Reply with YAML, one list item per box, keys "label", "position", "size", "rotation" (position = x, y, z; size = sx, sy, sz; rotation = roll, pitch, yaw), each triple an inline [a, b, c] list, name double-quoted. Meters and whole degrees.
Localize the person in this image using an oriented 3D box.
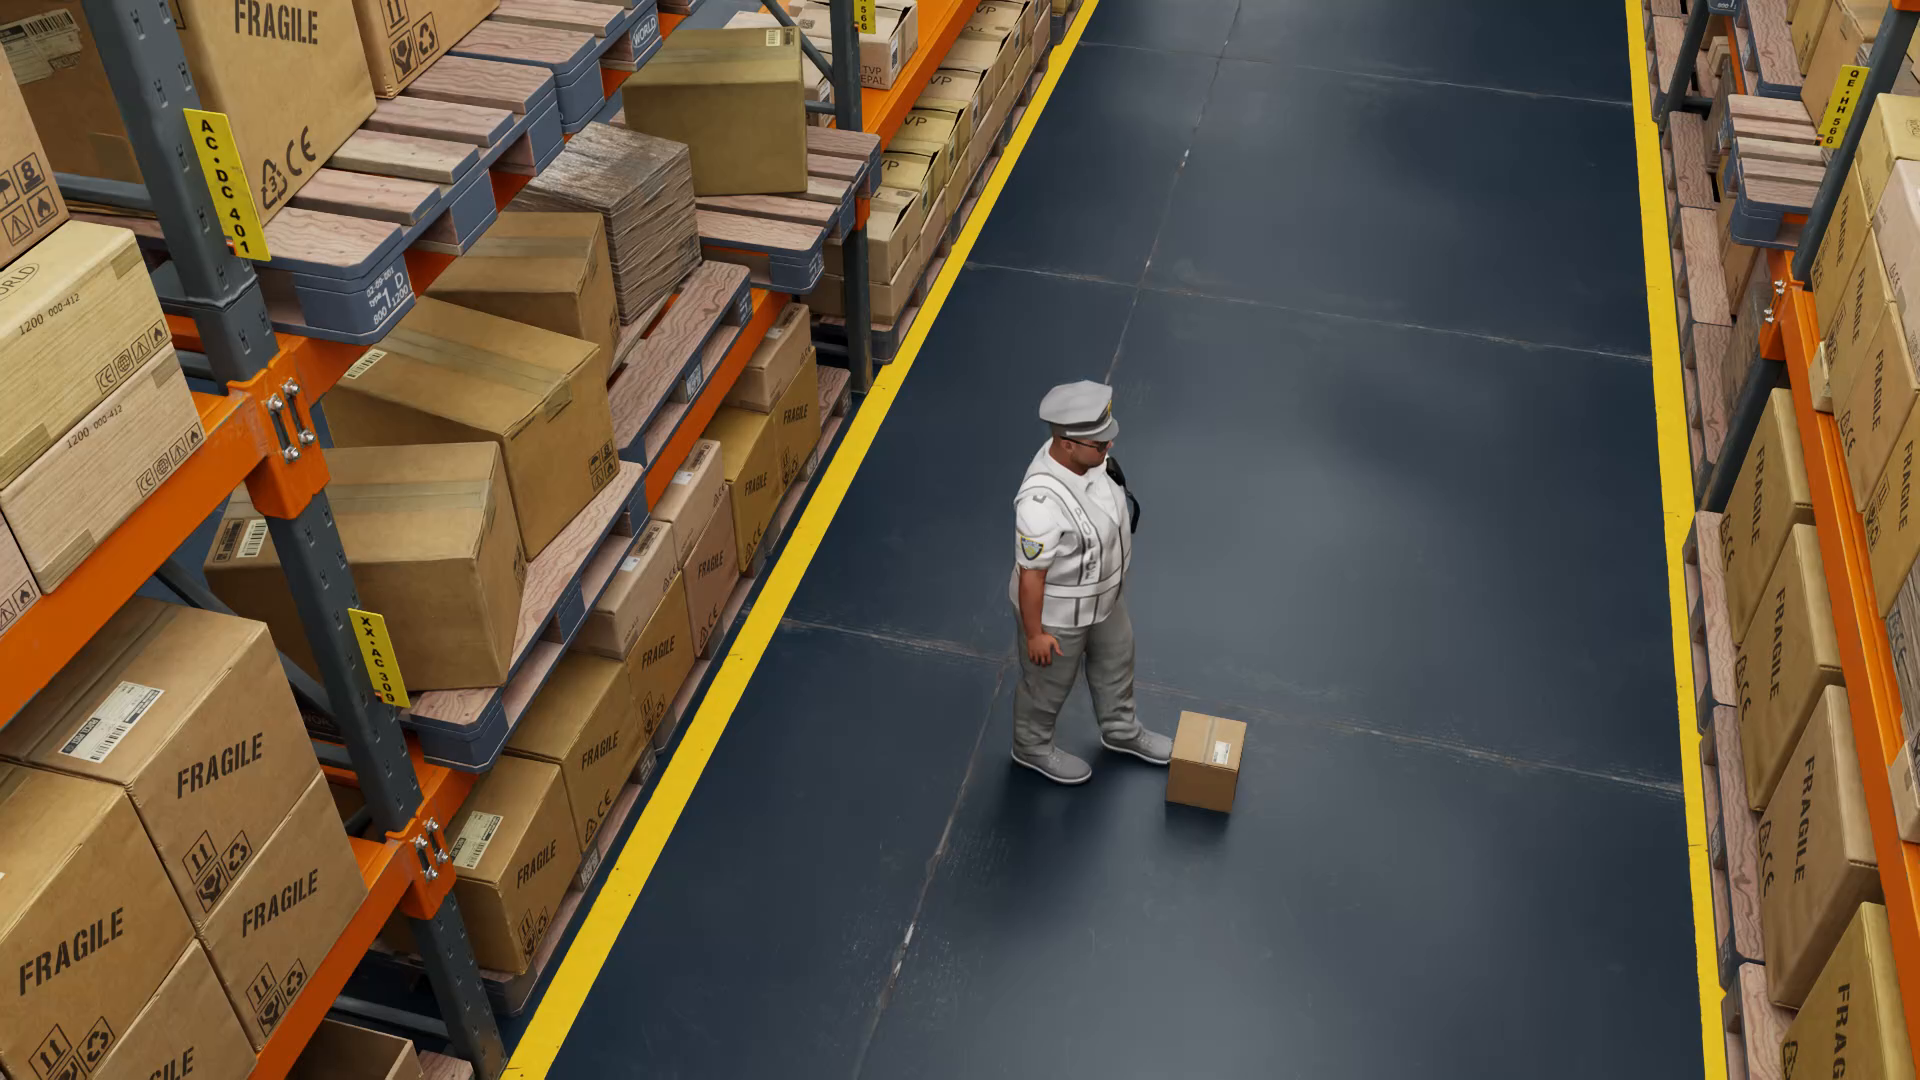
- label: "person"
  position: [0.502, 0.216, 5.881]
  size: [0.633, 1.751, 0.565]
  rotation: [18, 44, 20]
